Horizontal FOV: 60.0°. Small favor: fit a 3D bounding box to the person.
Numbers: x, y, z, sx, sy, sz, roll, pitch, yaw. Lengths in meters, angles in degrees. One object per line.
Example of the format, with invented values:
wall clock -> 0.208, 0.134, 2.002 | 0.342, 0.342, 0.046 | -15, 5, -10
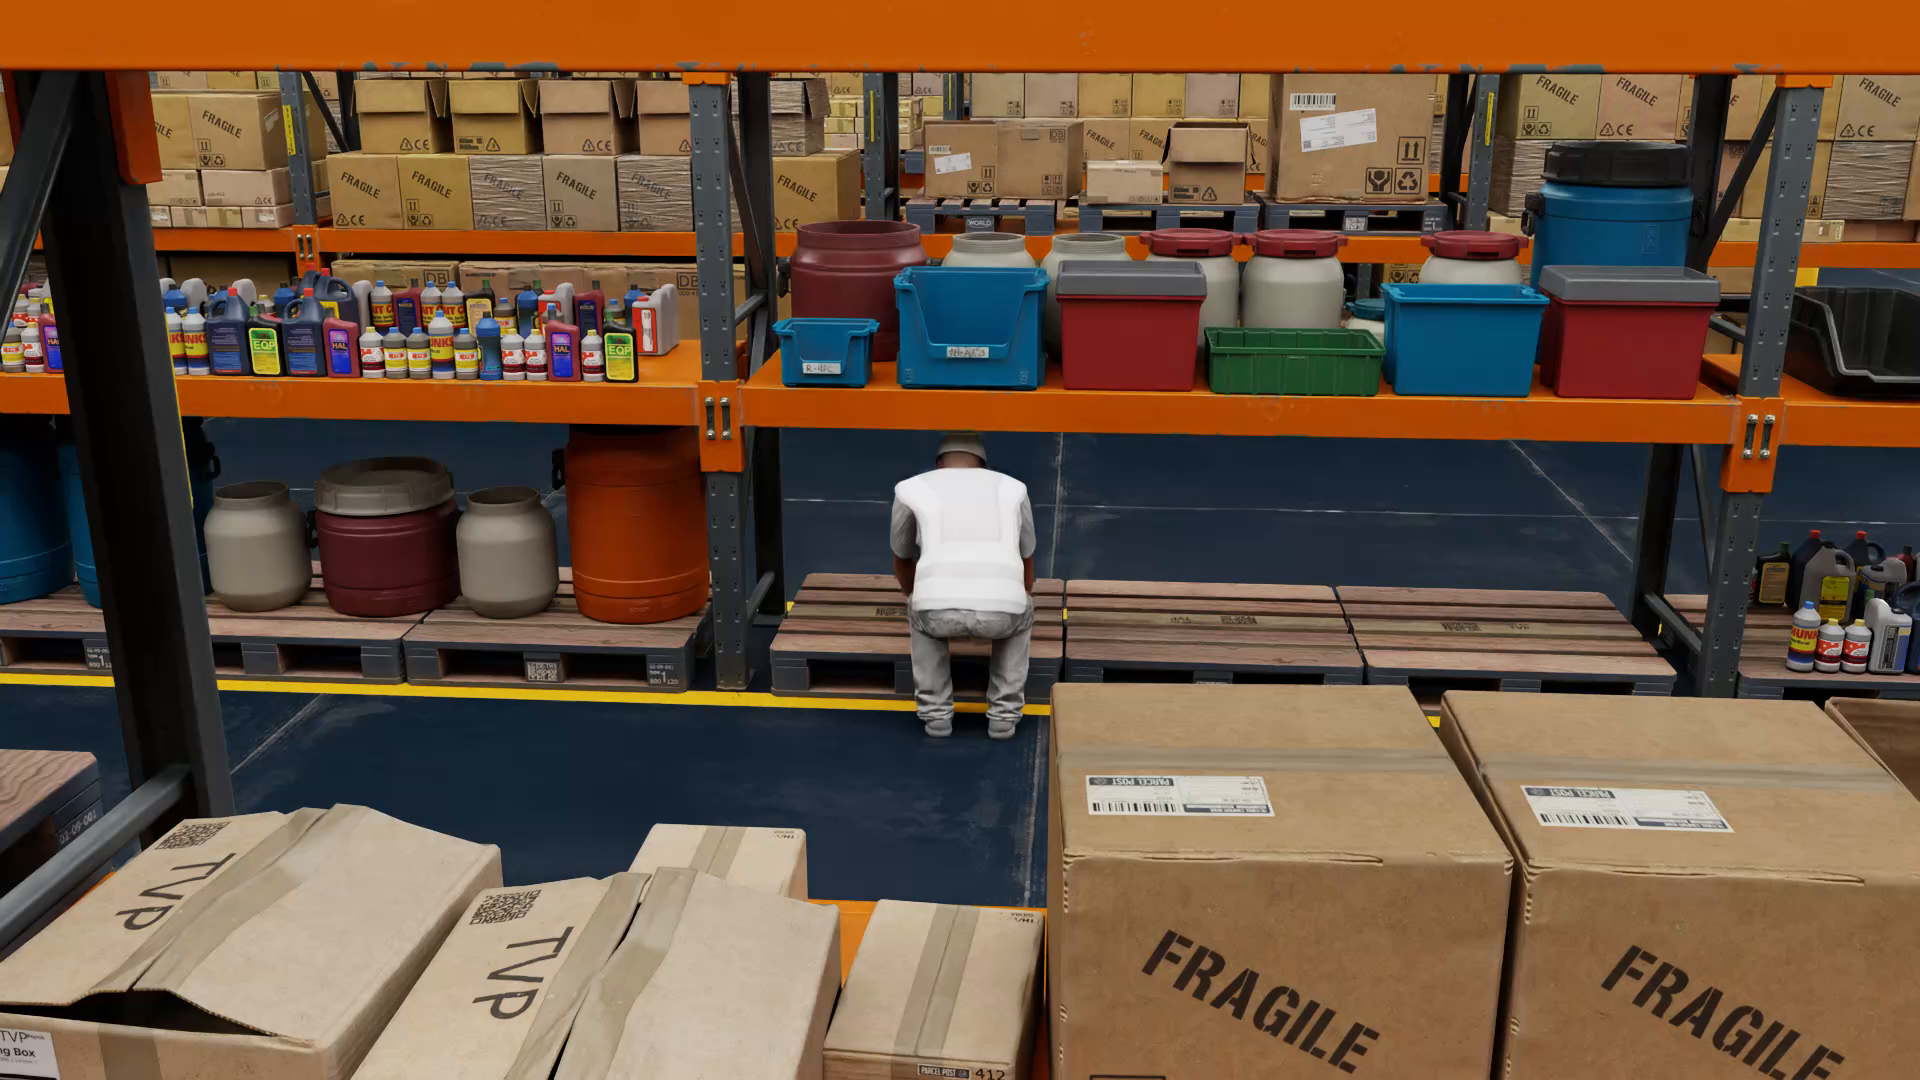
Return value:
person -> 0.002, 0.182, 6.566 | 0.588, 1.112, 0.884 | 1, 17, 4
